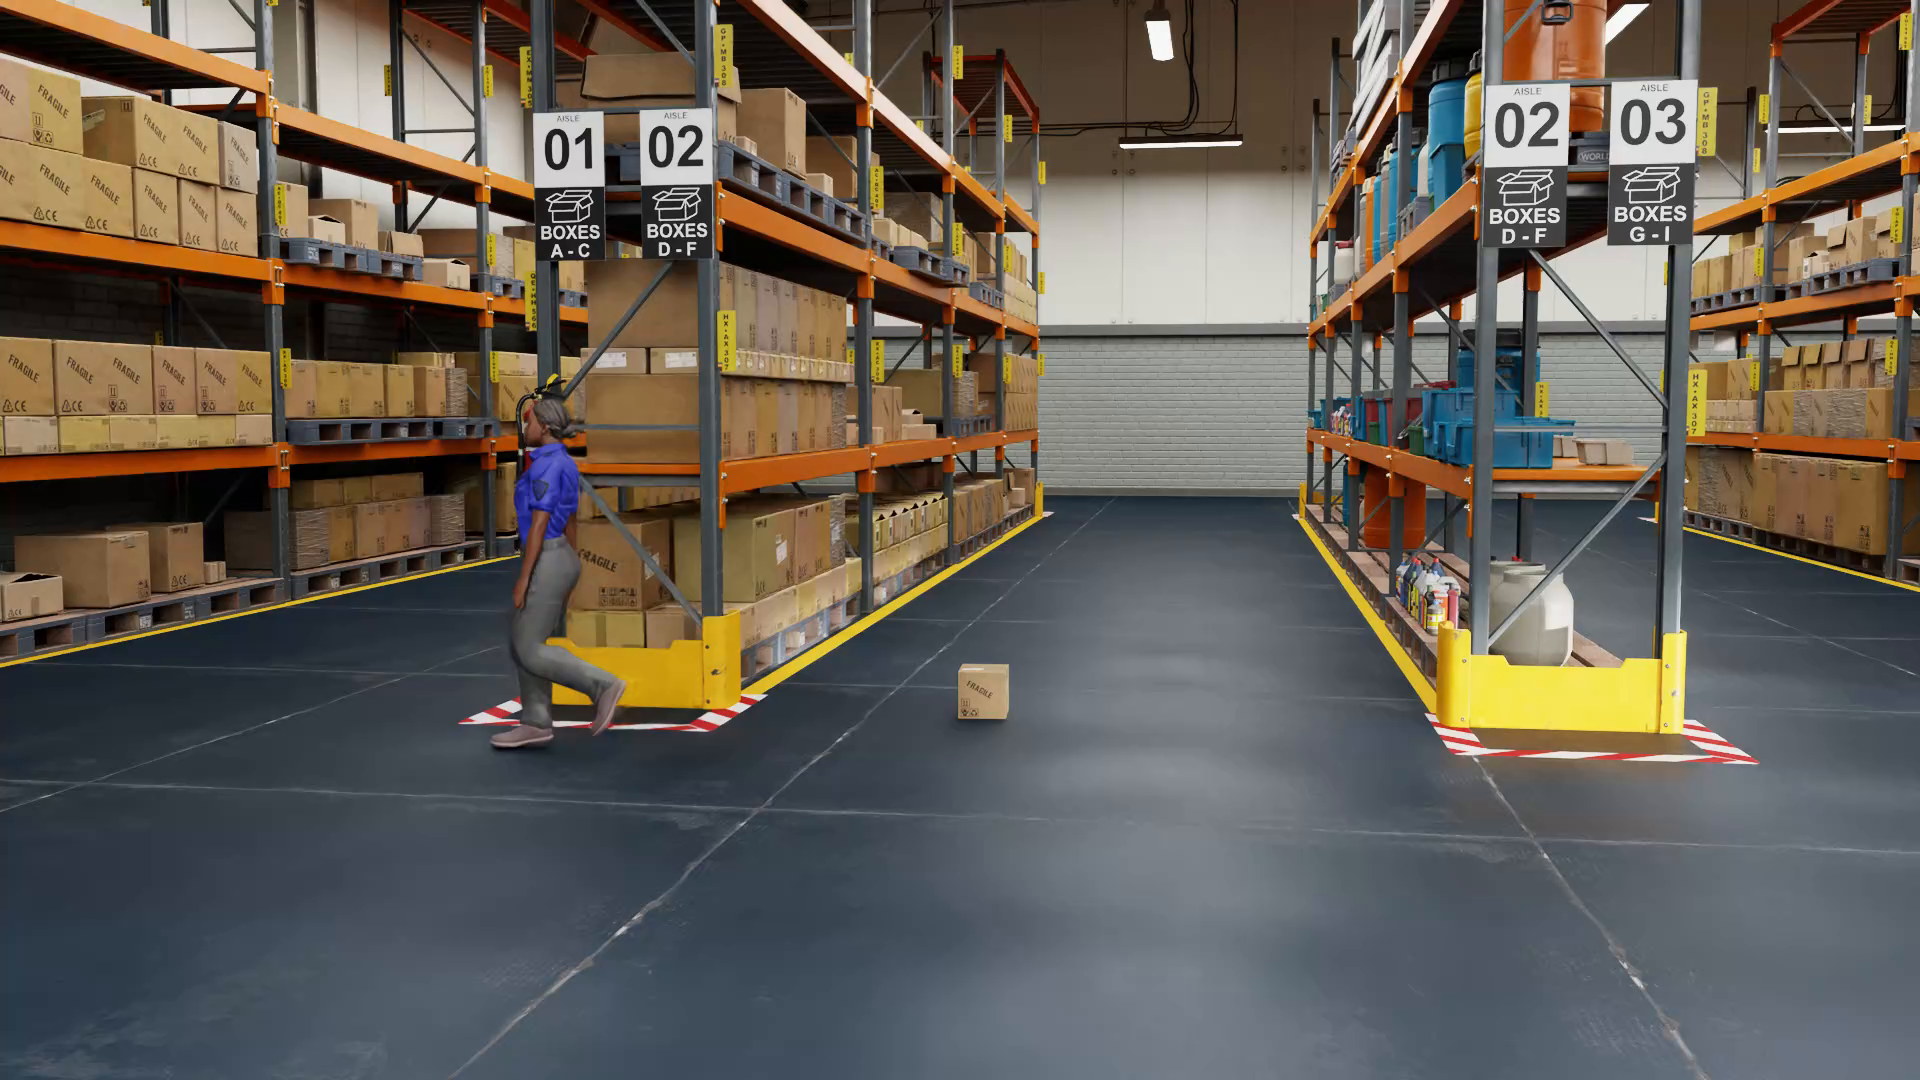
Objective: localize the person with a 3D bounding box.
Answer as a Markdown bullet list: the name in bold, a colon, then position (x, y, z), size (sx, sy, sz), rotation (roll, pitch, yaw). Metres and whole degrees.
- **person**: position (-1.891, 0.168, 7.826), size (0.677, 1.627, 0.481), rotation (0, 5, 0)
